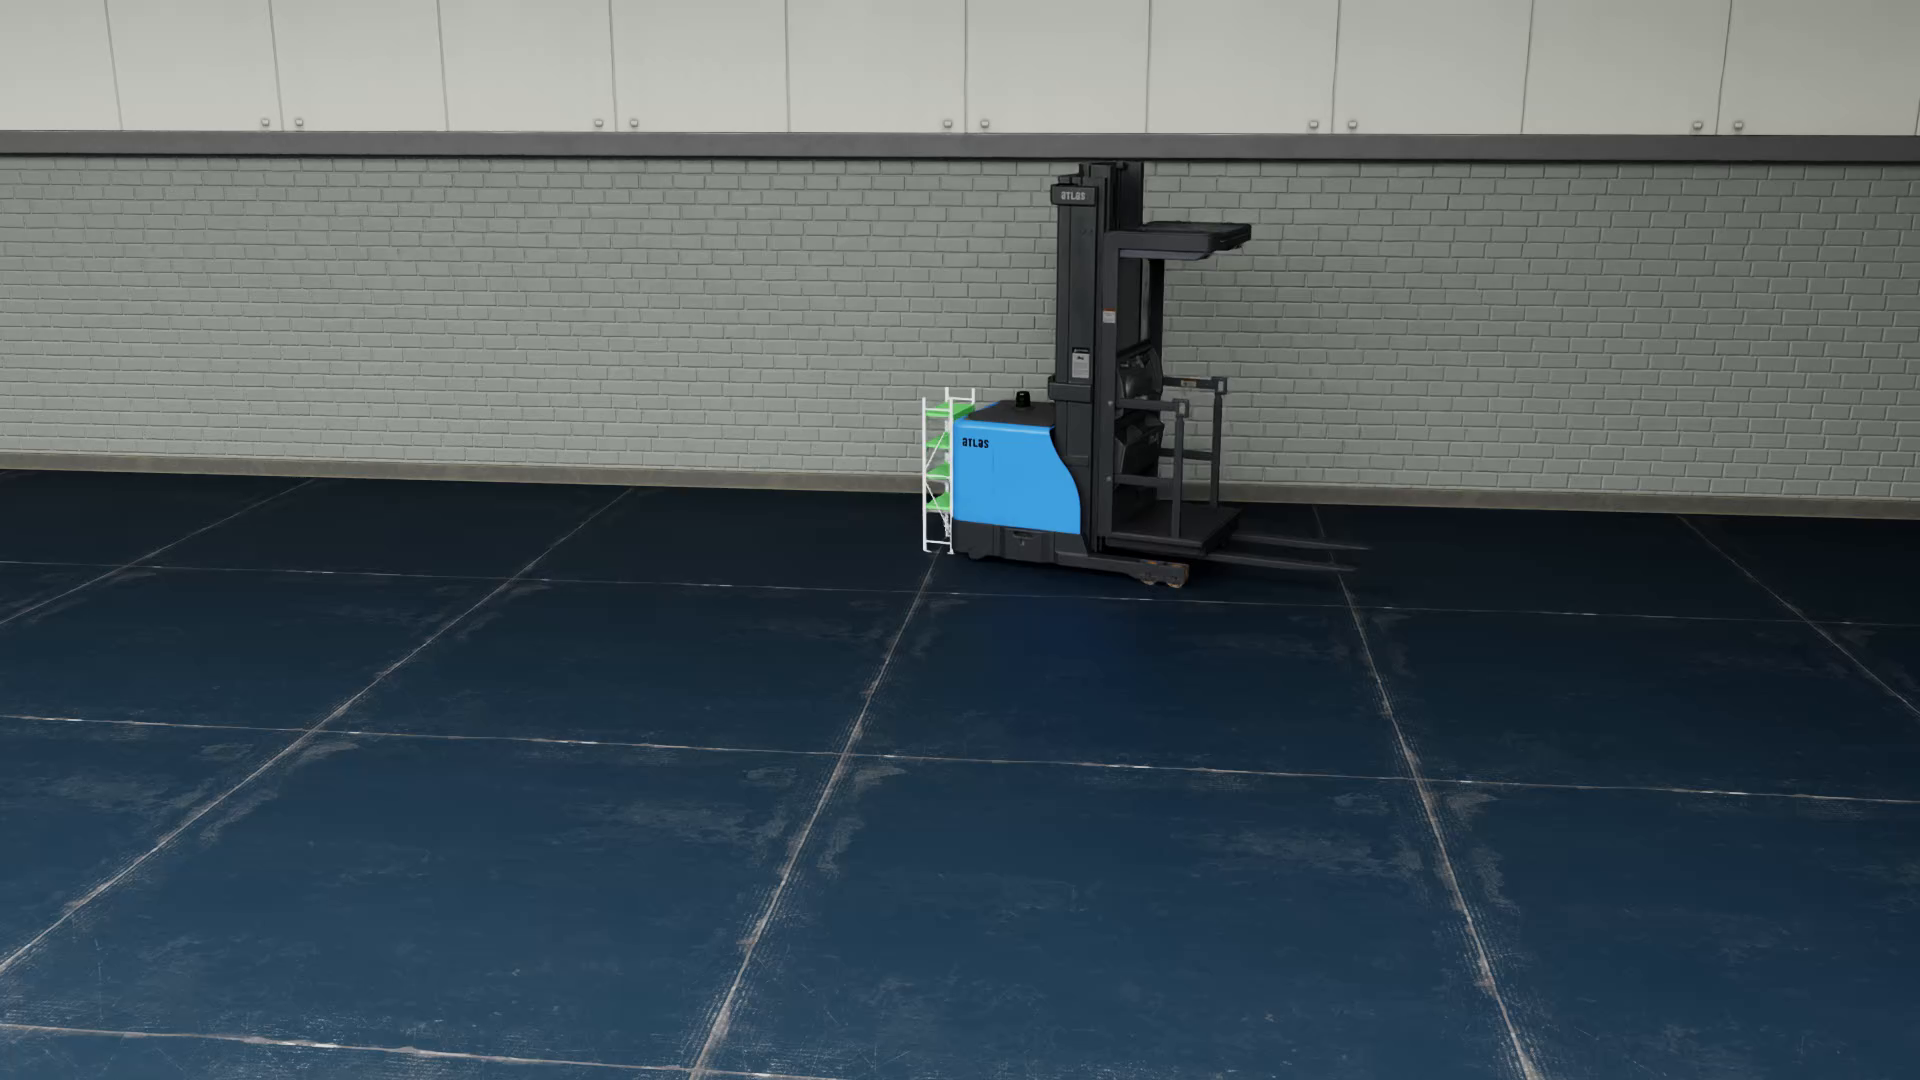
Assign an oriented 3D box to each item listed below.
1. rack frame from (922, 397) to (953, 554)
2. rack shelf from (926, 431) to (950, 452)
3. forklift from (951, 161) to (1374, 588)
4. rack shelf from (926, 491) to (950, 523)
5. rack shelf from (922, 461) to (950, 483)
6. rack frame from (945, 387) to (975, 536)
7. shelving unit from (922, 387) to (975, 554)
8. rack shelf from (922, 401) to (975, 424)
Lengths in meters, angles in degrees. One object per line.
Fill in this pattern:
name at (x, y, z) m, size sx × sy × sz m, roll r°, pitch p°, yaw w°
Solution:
rack frame at (-0.168, -0.483, 12.649) m, size 0.240 × 1.200 × 0.015 m, roll 6°, pitch 16°, yaw 20°
rack shelf at (-0.083, -0.713, 12.824) m, size 0.258 × 0.148 × 0.480 m, roll 6°, pitch 16°, yaw 20°
forklift at (1.497, -1.230, 12.096) m, size 3.031 × 2.935 × 1.130 m, roll 7°, pitch 17°, yaw 23°
rack shelf at (-0.083, -0.249, 12.950) m, size 0.258 × 0.148 × 0.480 m, roll 6°, pitch 16°, yaw 20°
rack shelf at (-0.083, -0.481, 12.887) m, size 0.258 × 0.148 × 0.480 m, roll 6°, pitch 16°, yaw 20°
rack frame at (0.001, -0.602, 13.091) m, size 0.240 × 1.200 × 0.015 m, roll 6°, pitch 16°, yaw 20°
shelving unit at (-0.083, -0.543, 12.870) m, size 0.258 × 1.200 × 0.503 m, roll 6°, pitch 16°, yaw 20°
rack shelf at (-0.083, -0.944, 12.762) m, size 0.258 × 0.148 × 0.480 m, roll 6°, pitch 16°, yaw 20°
